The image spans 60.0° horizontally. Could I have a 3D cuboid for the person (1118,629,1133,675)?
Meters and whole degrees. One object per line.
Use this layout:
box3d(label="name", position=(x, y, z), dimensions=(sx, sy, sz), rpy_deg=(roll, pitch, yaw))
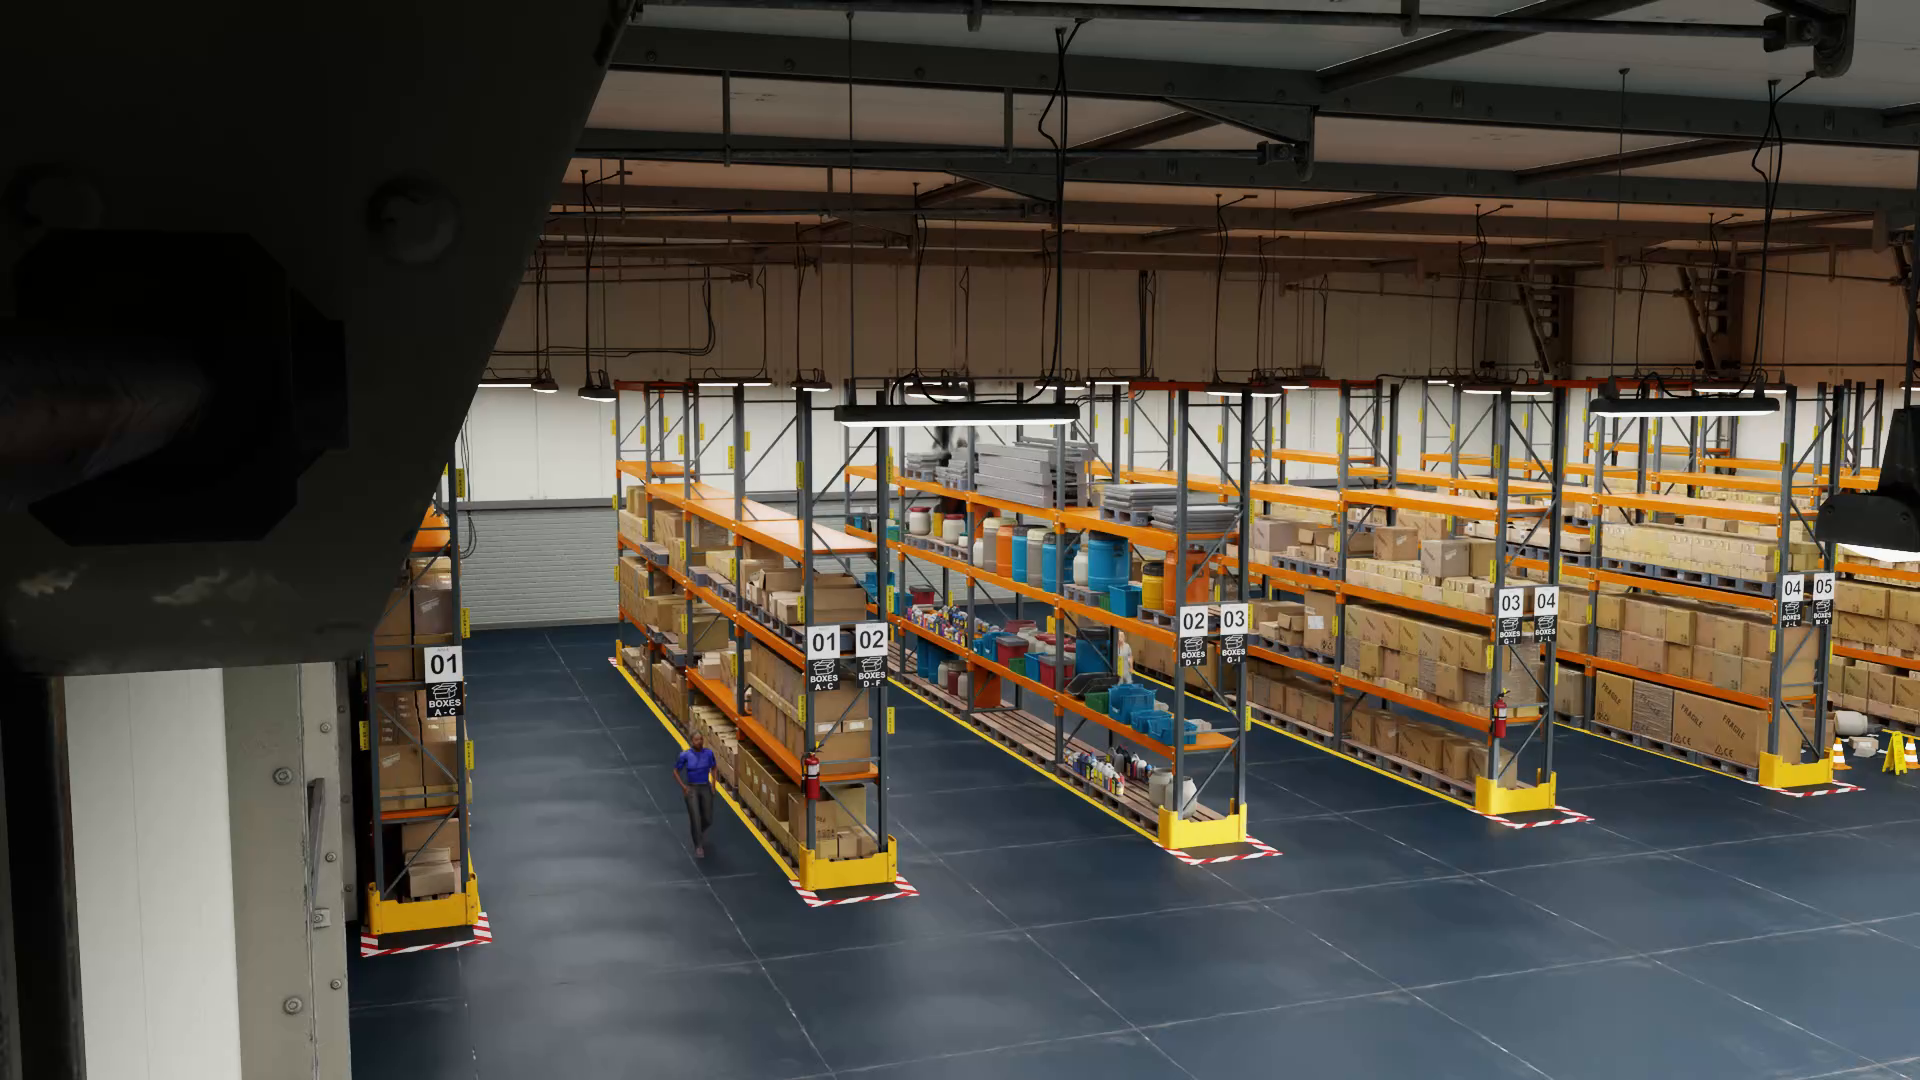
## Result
box3d(label="person", position=(2.876, 2.017, 29.565), dimensions=(0.604, 0.850, 0.415), rpy_deg=(-3, 7, -27))

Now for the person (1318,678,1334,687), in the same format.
box3d(label="person", position=(7.005, 2.125, 31.370), dimensions=(0.568, 1.558, 0.710), rpy_deg=(-2, 6, -20))
